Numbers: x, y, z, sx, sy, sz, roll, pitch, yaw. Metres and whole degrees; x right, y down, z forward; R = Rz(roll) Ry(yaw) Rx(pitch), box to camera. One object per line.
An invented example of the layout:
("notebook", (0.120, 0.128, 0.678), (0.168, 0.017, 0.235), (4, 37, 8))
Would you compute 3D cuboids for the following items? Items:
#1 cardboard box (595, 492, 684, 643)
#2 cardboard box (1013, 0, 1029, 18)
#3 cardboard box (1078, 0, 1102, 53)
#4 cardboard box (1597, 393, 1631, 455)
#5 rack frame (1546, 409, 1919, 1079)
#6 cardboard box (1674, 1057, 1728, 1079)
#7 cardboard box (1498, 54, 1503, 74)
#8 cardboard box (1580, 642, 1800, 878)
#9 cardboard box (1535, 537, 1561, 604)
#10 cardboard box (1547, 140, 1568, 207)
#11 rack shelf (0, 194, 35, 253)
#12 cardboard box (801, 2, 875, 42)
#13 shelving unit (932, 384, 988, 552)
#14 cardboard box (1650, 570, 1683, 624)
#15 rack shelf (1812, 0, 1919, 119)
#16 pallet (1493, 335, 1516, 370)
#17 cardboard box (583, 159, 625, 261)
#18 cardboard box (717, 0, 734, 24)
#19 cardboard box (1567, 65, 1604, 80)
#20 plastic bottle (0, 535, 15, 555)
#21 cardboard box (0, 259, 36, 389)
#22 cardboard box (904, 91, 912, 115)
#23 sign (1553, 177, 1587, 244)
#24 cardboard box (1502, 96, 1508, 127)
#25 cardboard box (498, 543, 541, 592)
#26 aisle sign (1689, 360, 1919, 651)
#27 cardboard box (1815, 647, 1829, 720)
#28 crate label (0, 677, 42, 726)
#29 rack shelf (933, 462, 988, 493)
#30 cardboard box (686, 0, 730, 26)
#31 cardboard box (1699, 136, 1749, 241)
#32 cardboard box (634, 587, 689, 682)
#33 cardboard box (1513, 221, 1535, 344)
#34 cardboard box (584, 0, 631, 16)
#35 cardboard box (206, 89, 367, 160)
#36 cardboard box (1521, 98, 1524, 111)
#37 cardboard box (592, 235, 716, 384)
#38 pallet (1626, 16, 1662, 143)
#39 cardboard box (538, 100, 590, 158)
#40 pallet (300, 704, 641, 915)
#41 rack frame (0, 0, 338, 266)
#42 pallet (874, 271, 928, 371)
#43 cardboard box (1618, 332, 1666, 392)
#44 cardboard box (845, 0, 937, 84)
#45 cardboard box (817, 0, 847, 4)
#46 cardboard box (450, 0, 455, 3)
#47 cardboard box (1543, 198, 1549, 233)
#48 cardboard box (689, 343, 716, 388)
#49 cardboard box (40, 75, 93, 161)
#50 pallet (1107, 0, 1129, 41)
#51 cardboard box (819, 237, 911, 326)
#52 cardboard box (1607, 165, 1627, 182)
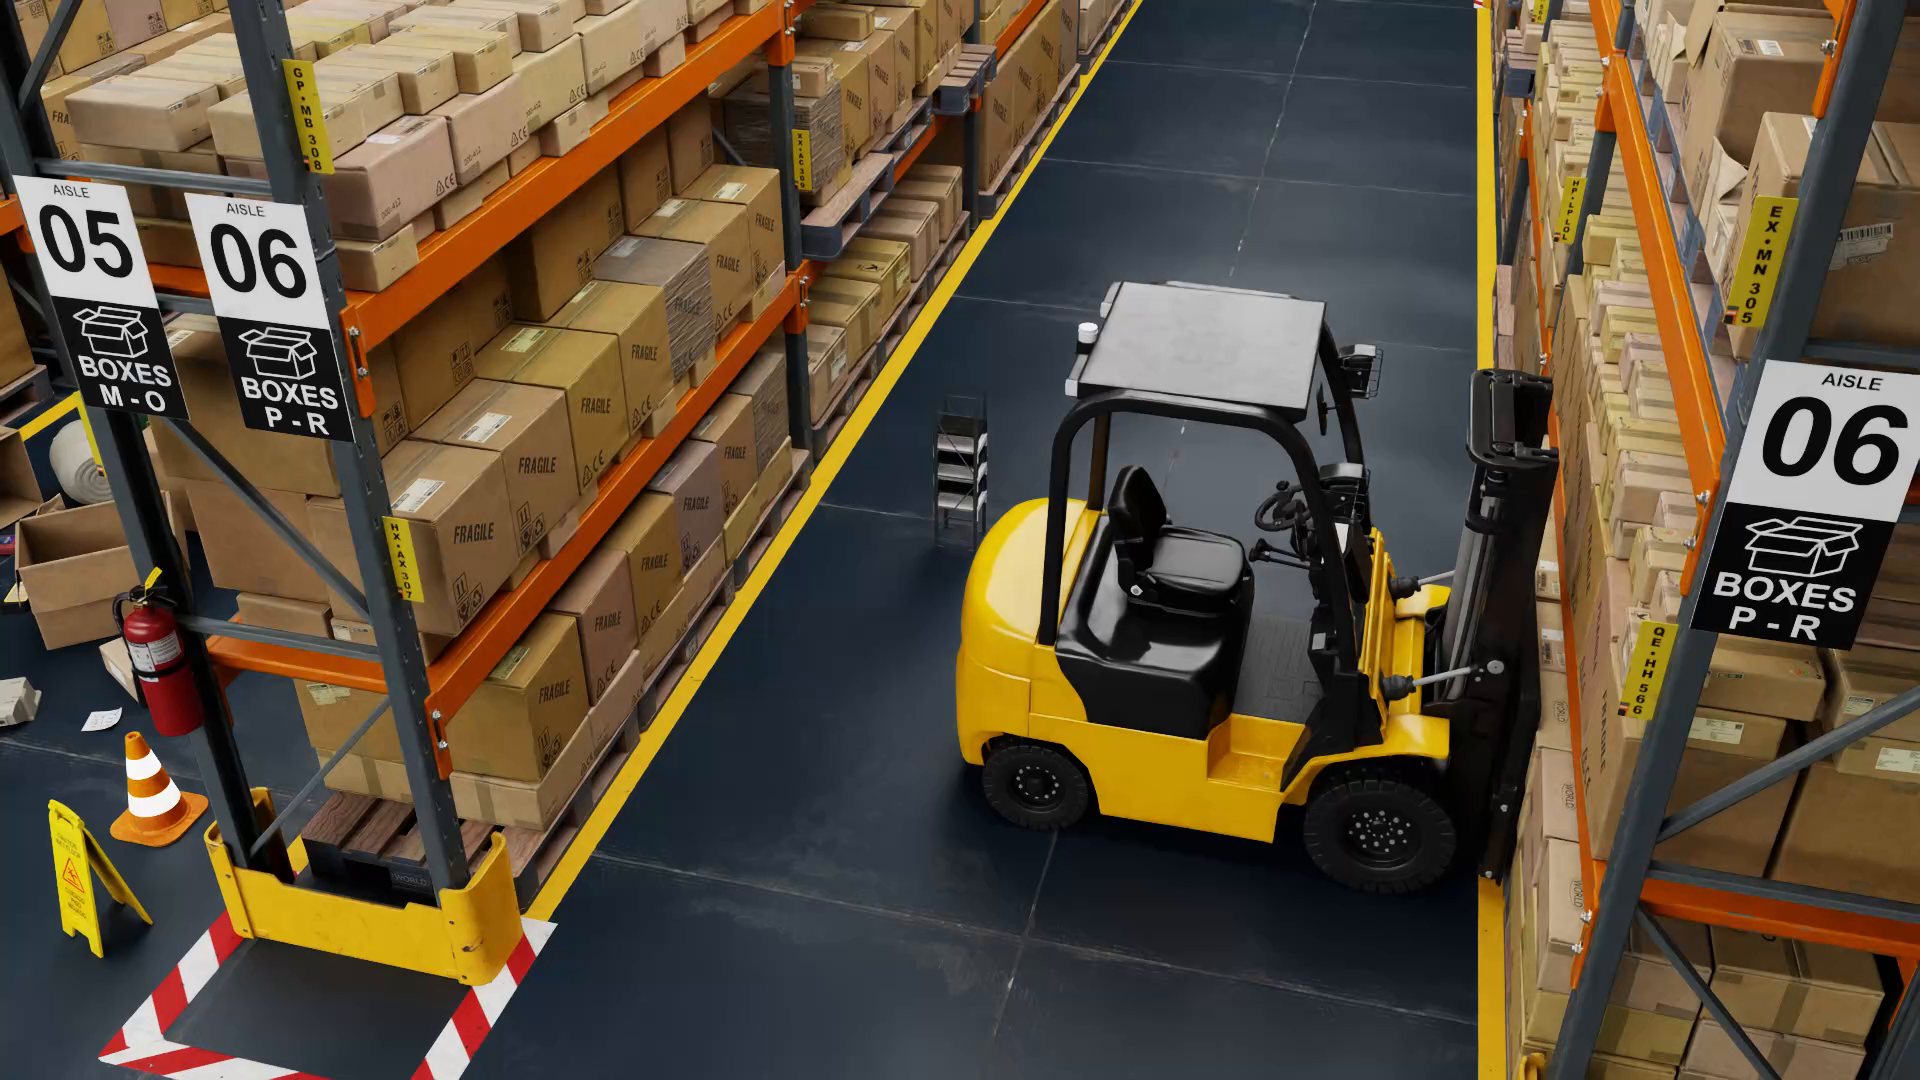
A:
("cardboard box", (-1.641, 0.100, 7.770), (0.500, 0.500, 0.500), (9, 33, 13))
("cardboard box", (0.267, -4.491, 13.658), (0.500, 0.250, 0.500), (9, 34, 14))
("cardboard box", (0.926, -5.277, 16.751), (0.875, 0.438, 0.875), (8, 33, 12))
("cardboard box", (2.688, -0.431, 6.434), (0.380, 0.149, 0.250), (7, 33, 11))
("rack frame", (2.419, 1.031, 4.832), (1.000, 3.000, 0.127), (8, 33, 12))
("cardboard box", (2.733, 1.786, 5.816), (0.500, 0.250, 0.500), (8, 33, 13))
("cardboard box", (5.322, -4.499, 15.797), (0.380, 0.149, 0.250), (7, 33, 11))
("cardboard box", (2.290, 0.698, 5.263), (0.500, 0.500, 0.500), (7, 33, 11))
("cardboard box", (2.754, 0.249, 7.302), (0.500, 0.250, 0.500), (9, 34, 14))
("cardboard box", (3.571, -2.014, 9.296), (0.500, 0.250, 0.500), (9, 33, 13))
("rack shelf", (-6.689, -0.998, 8.695), (1.077, 0.370, 4.000), (8, 33, 12))
("cardboard box", (-0.730, -3.110, 9.980), (0.380, 0.149, 0.250), (10, 34, 15))
("shelving unit", (0.002, -0.384, 9.015), (0.258, 0.900, 0.210), (8, 33, 12))
("cardboard box", (2.339, 0.243, 5.096), (0.380, 0.149, 0.250), (8, 33, 12))
("rack shelf", (2.927, -2.066, 5.155), (1.077, 0.370, 4.000), (8, 33, 12))
("pallet", (3.891, -0.890, 10.454), (1.003, 0.211, 1.213), (8, 33, 12))
("cardboard box", (-1.993, -1.590, 7.653), (0.700, 0.500, 0.500), (7, 33, 11))
("cardboard box", (-1.302, -2.554, 7.909), (0.380, 0.149, 0.250), (8, 33, 13))
("cardboard box", (3.888, -2.763, 10.103), (0.380, 0.149, 0.250), (8, 33, 13))
("plastic bottle", (-5.262, 0.029, 9.148), (0.283, 0.061, 0.133), (-3, 33, -4))
("cardboard box", (-6.409, -1.303, 10.093), (0.875, 0.875, 0.875), (9, 33, 13))
("cardboard box", (-0.525, -2.848, 10.777), (0.380, 0.149, 0.250), (7, 33, 11))
("sign", (2.907, -1.568, 7.916), (0.100, 0.325, 0.005), (8, 33, 12))
("cardboard box", (4.999, -3.820, 14.401), (0.500, 0.500, 0.500), (8, 33, 12))
("cardboard box", (-1.900, 0.056, 6.600), (0.380, 0.149, 0.250), (7, 33, 11))
("aisle sign", (2.119, -0.072, 4.143), (0.394, 0.787, 0.004), (8, 33, 12))
("cardboard box", (2.757, 0.438, 5.067), (0.380, 0.149, 0.250), (8, 33, 12))
("crate label", (-4.542, 0.776, 7.902), (0.250, 0.136, 0.298), (-8, 33, -13))
("rack shelf", (0.002, -0.356, 9.033), (0.258, 0.077, 0.200), (8, 33, 12))
("cardboard box", (-1.347, -2.518, 7.482), (0.500, 0.250, 0.500), (7, 33, 12))
("cardboard box", (2.400, -1.000, 4.872), (0.396, 0.266, 0.258), (8, 33, 13))
("cardboard box", (-1.647, 0.411, 7.979), (0.500, 0.250, 0.500), (10, 34, 16))
("cardboard box", (4.120, -1.633, 10.845), (0.875, 0.625, 0.625), (9, 34, 14))
("cardboard box", (-1.538, -2.203, 6.614), (0.380, 0.149, 0.250), (8, 33, 13))
("cardboard box", (-2.095, -1.295, 5.187), (0.380, 0.149, 0.250), (8, 33, 12))
("cardboard box", (4.694, -3.491, 13.279), (0.380, 0.149, 0.250), (6, 33, 10))
("cardboard box", (-1.491, -1.083, 7.788), (0.500, 0.500, 0.500), (9, 34, 14))
("pallet", (3.243, -1.827, 6.614), (1.003, 0.211, 1.213), (8, 33, 12))
("cardboard box", (-1.660, -1.601, 6.411), (0.380, 0.149, 0.250), (8, 33, 13))
("pallet", (-2.123, 1.078, 7.357), (1.003, 0.211, 1.213), (8, 33, 12))
("rack frame", (-2.383, -2.174, 4.282), (1.000, 3.000, 0.127), (8, 33, 12))
("pallet", (-0.864, -1.581, 11.540), (1.003, 0.211, 1.213), (8, 33, 12))
("cardboard box", (2.816, -0.681, 6.551), (0.380, 0.149, 0.250), (8, 33, 12))
("cardboard box", (-0.447, -3.333, 10.935), (0.500, 0.500, 0.500), (6, 33, 9))
("cardboard box", (-0.944, -3.389, 11.023), (0.500, 0.500, 0.500), (9, 33, 13))
("cardboard box", (-2.226, -2.155, 6.539), (0.380, 0.149, 0.250), (9, 33, 14))
("cardboard box", (3.587, -1.793, 9.415), (0.500, 0.250, 0.500), (8, 33, 13))
("cardboard box", (-1.409, -0.876, 8.066), (0.380, 0.149, 0.250), (8, 33, 12))
("cardboard box", (-5.787, -2.618, 10.479), (0.500, 0.500, 0.500), (8, 33, 13))
("pallet", (1.239, -5.712, 18.038), (1.003, 0.211, 1.213), (8, 33, 12))
("cardboard box", (-0.883, -1.793, 11.333), (0.950, 0.372, 0.625), (9, 34, 14))
("cardboard box", (3.467, -1.824, 8.625), (0.380, 0.149, 0.250), (8, 33, 12))
